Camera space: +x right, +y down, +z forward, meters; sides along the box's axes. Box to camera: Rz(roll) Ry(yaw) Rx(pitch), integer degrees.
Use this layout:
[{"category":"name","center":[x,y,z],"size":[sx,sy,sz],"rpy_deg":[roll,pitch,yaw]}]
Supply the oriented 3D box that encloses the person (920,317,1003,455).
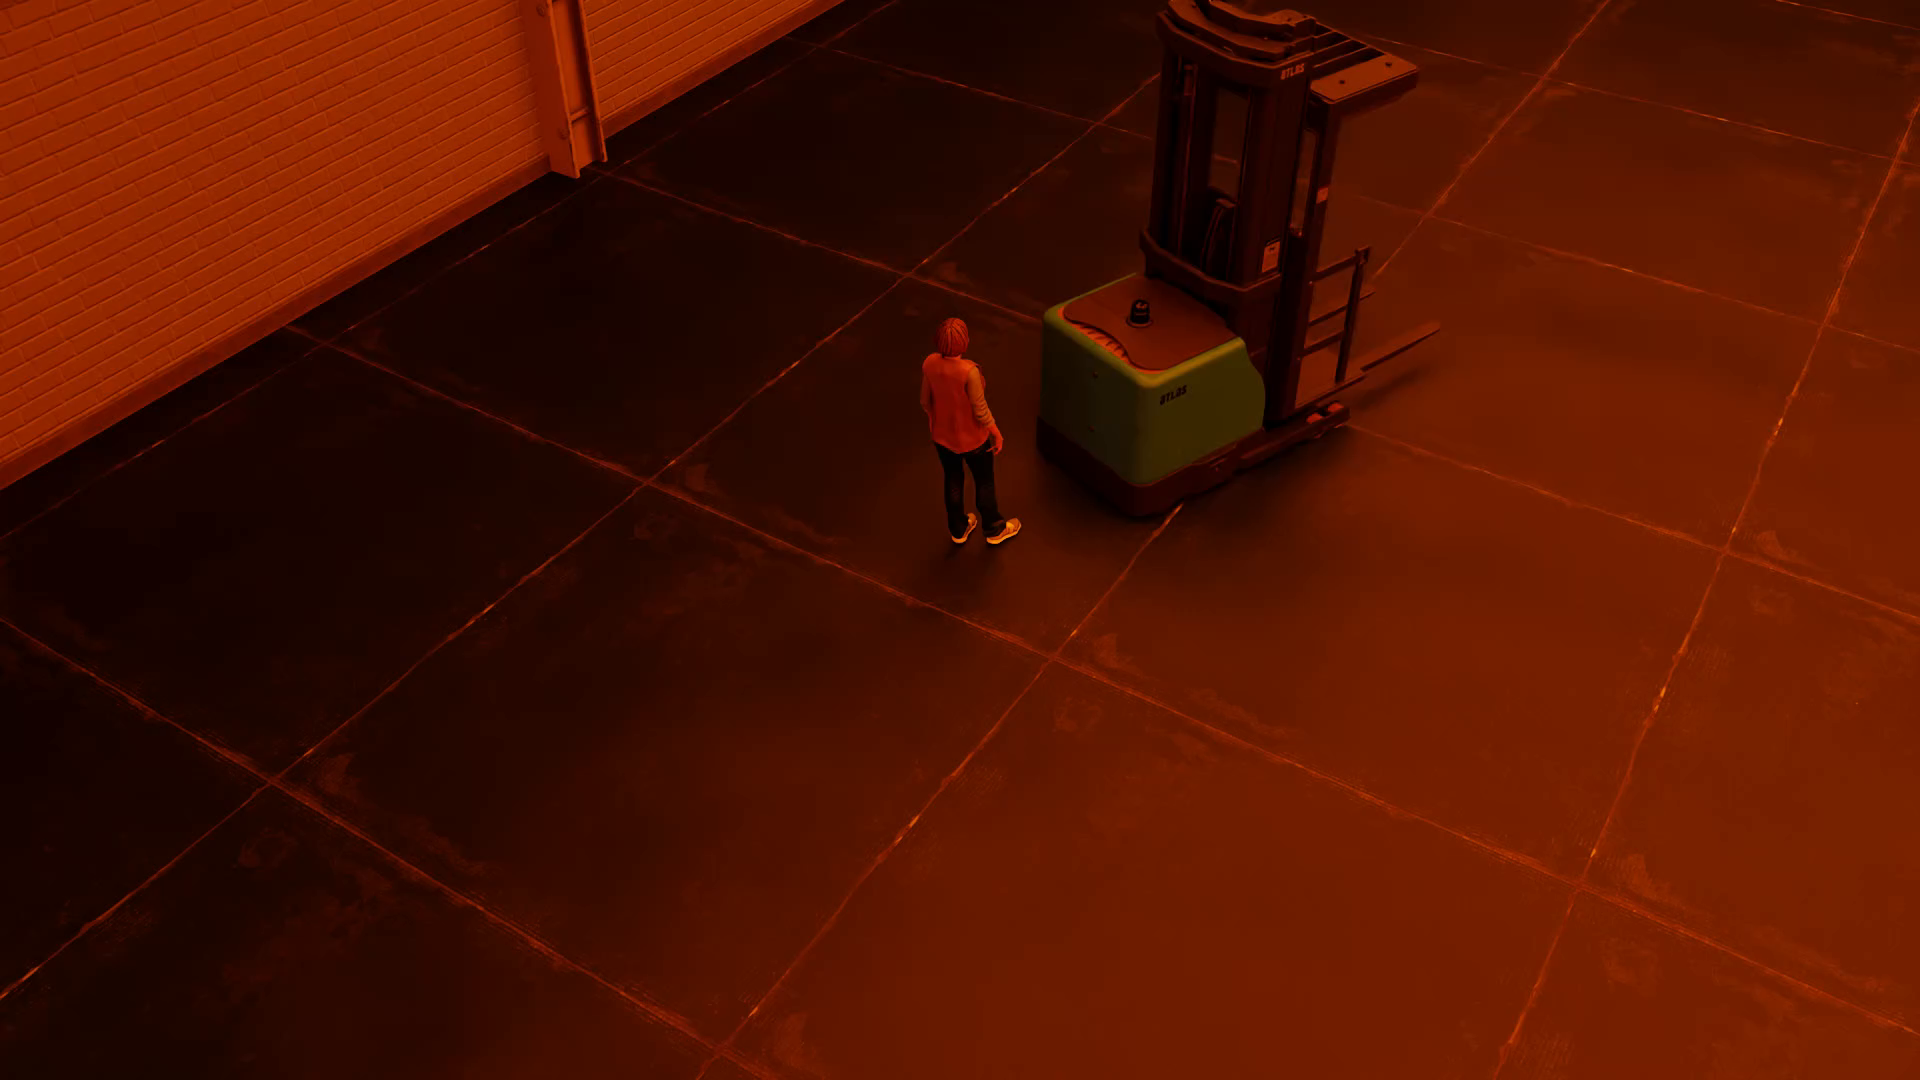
[{"category":"person","center":[-0.009,-0.857,9.477],"size":[0.502,0.921,0.256],"rpy_deg":[22,45,24]}]

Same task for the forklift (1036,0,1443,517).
[{"category":"forklift","center":[1.980,-2.039,10.373],"size":[3.031,2.935,1.130],"rpy_deg":[-26,47,-27]}]
